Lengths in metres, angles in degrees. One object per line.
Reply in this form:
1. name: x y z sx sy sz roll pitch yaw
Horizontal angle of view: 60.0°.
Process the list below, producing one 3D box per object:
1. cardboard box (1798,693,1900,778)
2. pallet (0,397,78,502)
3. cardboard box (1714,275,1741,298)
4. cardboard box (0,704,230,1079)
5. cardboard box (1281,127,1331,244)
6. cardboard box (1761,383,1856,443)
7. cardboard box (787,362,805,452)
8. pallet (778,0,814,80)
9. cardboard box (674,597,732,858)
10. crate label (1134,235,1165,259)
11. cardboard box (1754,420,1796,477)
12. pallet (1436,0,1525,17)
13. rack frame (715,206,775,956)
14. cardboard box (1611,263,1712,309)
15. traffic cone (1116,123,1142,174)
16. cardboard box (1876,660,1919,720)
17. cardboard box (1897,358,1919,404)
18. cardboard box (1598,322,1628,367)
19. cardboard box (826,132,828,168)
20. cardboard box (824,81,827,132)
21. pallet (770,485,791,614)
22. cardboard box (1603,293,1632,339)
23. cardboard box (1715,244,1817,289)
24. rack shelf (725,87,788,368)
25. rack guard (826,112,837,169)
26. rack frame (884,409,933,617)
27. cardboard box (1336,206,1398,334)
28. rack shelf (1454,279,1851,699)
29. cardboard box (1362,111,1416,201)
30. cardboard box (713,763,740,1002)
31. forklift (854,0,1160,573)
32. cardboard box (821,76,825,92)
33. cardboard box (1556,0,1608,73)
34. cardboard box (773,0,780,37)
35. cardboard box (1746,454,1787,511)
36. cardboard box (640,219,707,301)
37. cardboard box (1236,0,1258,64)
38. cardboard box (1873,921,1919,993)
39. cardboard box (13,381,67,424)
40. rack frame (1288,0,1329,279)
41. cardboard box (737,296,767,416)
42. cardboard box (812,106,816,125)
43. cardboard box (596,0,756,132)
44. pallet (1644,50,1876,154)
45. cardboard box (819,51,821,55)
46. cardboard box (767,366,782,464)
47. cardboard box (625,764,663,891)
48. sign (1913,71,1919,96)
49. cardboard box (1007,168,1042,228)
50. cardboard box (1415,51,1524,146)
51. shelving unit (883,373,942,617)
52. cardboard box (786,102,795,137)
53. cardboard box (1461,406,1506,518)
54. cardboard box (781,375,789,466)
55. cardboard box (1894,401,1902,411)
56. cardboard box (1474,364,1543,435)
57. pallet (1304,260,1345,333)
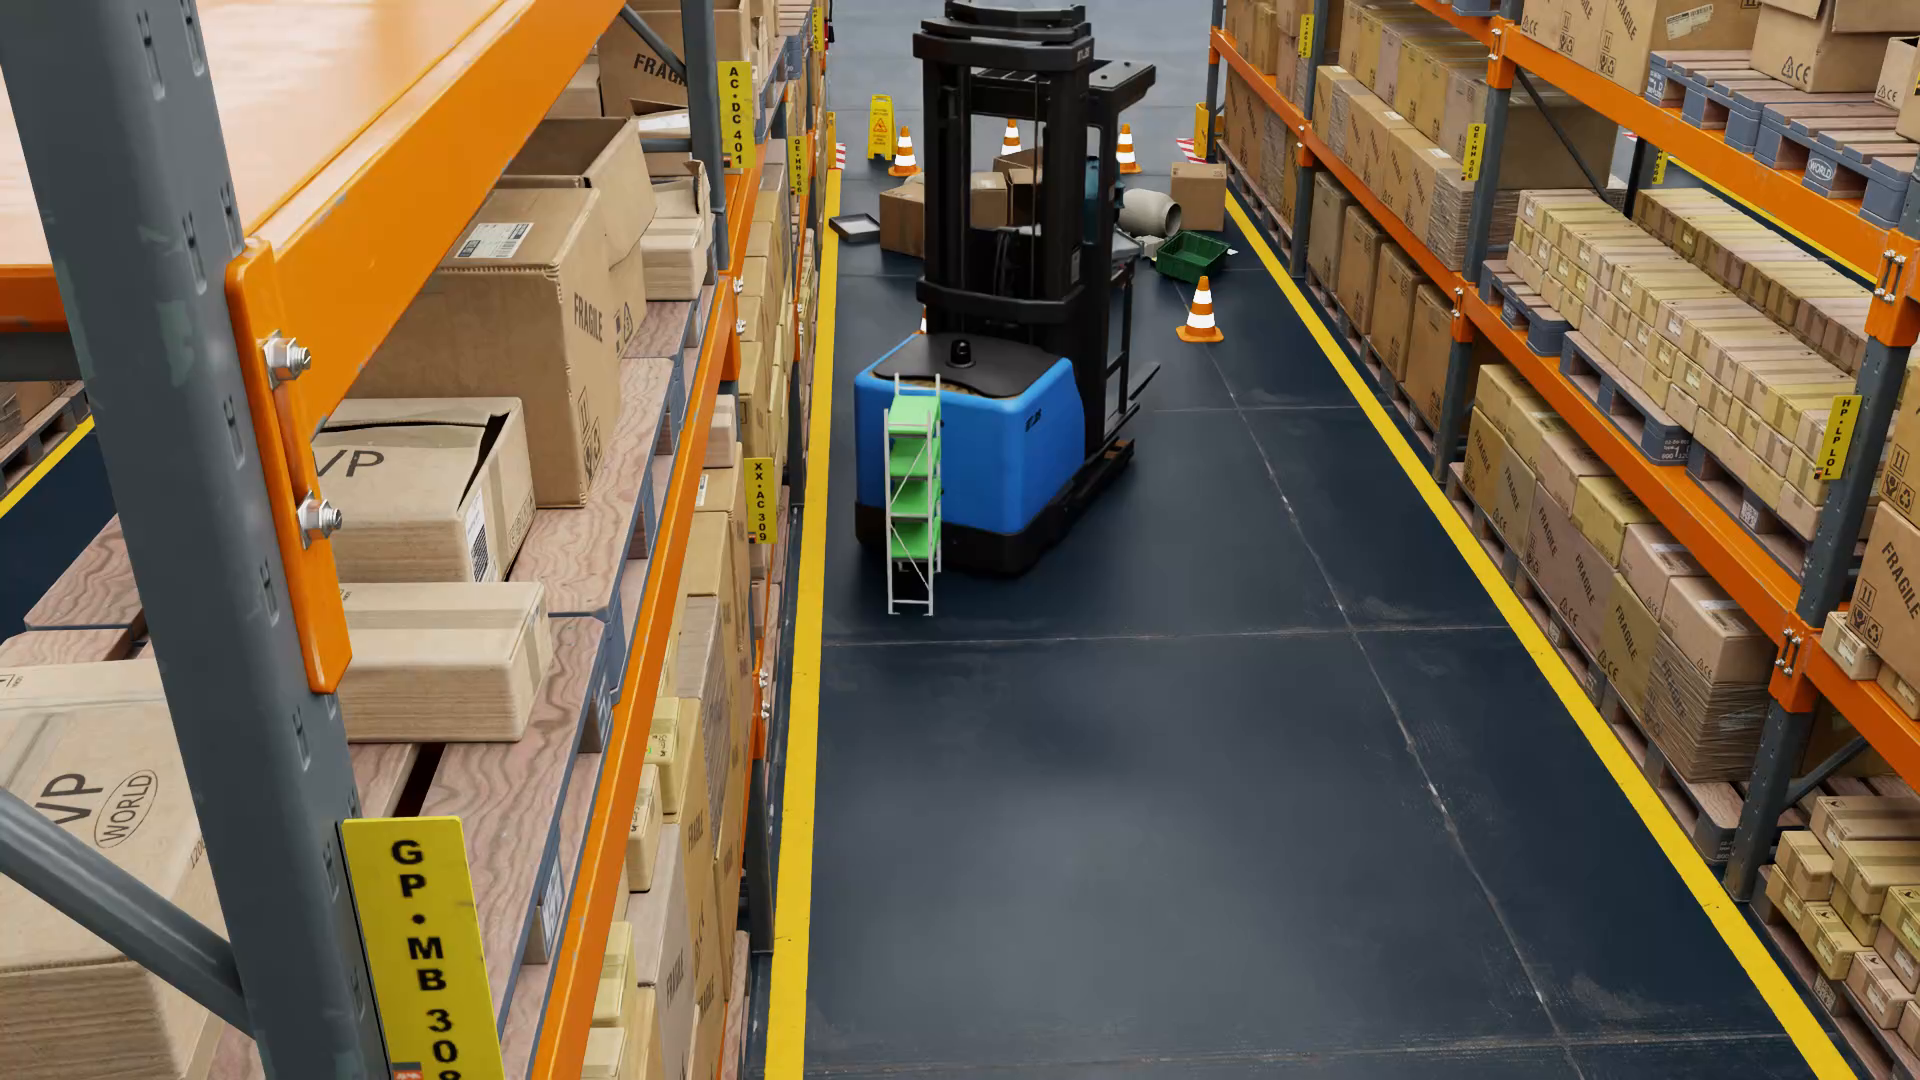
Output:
1. cardboard box: 3.922 0.707 7.399 0.500 0.500 0.500 0 28 -1
2. pallet: -6.412 -0.571 10.617 1.003 0.211 1.213 -1 28 -3
3. cardboard box: 4.023 -1.229 8.358 0.380 0.149 0.250 -2 28 -3
4. cardboard box: -1.147 0.447 2.006 0.500 0.250 0.500 -4 28 -7
5. cardboard box: 3.315 -3.098 14.290 0.875 0.875 0.875 -1 28 -2
6. cardboard box: 3.465 -0.511 6.659 0.380 0.149 0.250 -2 28 -4
7. cardboard box: -1.470 -0.830 10.486 0.950 0.372 0.625 -3 28 -6
8. pallet: -1.364 -2.498 8.257 1.213 0.211 1.003 0 28 0
9. cardboard box: -0.887 0.492 4.374 0.500 0.500 0.500 -1 28 -2
10. crate label: 1.643 -2.563 14.515 0.298 0.136 0.250 -23 35 -37
11. cardboard box: 3.463 -0.375 6.720 0.380 0.149 0.250 -1 28 -2
12. pallet: 3.400 -3.257 9.711 1.213 0.211 1.003 0 28 0
13. rack frame: -1.242 0.299 5.933 1.000 3.000 0.127 -1 28 -3
14. cardboard box: 3.388 -1.228 8.035 0.380 0.149 0.250 -1 28 -1
15. traffic cone: 1.679 -4.005 16.928 0.336 0.463 0.334 -1 28 -3
16. cardboard box: 3.472 0.500 5.818 0.380 0.149 0.250 -1 28 -1
17. cardboard box: 4.103 -0.646 6.919 0.380 0.149 0.250 -1 28 -2
18. cardboard box: 3.380 -0.965 8.175 0.380 0.149 0.250 -1 28 -2
19. cardboard box: -1.557 -3.832 16.373 0.500 0.250 0.500 -2 28 -3
20. cardboard box: -1.566 -4.179 16.226 0.500 0.500 0.500 -1 28 -2
21. pallet: -1.485 0.054 9.418 1.003 0.211 1.213 -1 28 -3
22. cardboard box: 3.380 -1.098 8.108 0.380 0.149 0.250 -2 28 -3
23. cardboard box: 4.019 -1.366 8.300 0.380 0.149 0.250 -1 28 -3
24. rack shelf: -1.347 -1.636 7.177 1.077 0.370 4.000 -1 28 -3
25. rack guard: -1.865 -4.099 17.069 1.175 0.500 0.348 -1 28 -3
26. rack frame: -0.265 -0.127 8.696 0.240 1.200 0.015 2 28 4
27. cardboard box: 3.447 -2.020 12.359 1.050 0.750 0.750 -1 28 -3
28. rack shelf: 3.591 -0.472 8.189 1.077 0.370 4.000 -1 28 -3
29. cardboard box: 3.114 -2.658 11.495 0.500 0.500 0.500 -1 28 -2
30. cardboard box: -0.889 0.932 4.611 0.500 0.500 0.500 -2 28 -3
31. forklift: 0.468 -1.773 9.979 1.130 2.935 3.031 12 30 22
32. cardboard box: -1.480 -4.298 15.754 0.380 0.149 0.250 -1 28 -1
33. cardboard box: 3.284 -2.588 8.116 0.500 0.500 0.500 -1 28 -3
34. cardboard box: -1.210 -2.656 7.793 0.700 0.500 0.500 -3 28 -5
35. cardboard box: 3.463 -0.241 6.785 0.380 0.149 0.250 -1 28 -2
36. cardboard box: -0.875 -0.741 4.392 0.380 0.149 0.250 -1 28 -1
37. cardboard box: 3.088 -4.790 15.528 0.875 0.550 0.550 -1 28 -3
38. cardboard box: 3.547 1.480 5.975 0.380 0.149 0.250 -2 28 -3
39. cardboard box: -6.469 -1.150 10.825 0.875 0.625 0.625 -1 28 -1
40. rack frame: 3.278 -3.562 13.335 1.000 3.000 0.127 -1 28 -3
41. cardboard box: -1.032 -0.633 6.531 0.500 0.500 0.500 -2 28 -3
42. cardboard box: -1.356 -3.437 13.368 0.380 0.149 0.250 -2 28 -3
43. cardboard box: -0.999 -1.675 5.913 0.500 0.500 0.500 -2 28 -4
44. pallet: 3.713 -1.880 7.071 1.213 0.211 1.003 -1 28 -3
45. cardboard box: -1.521 -4.712 15.112 0.500 0.500 0.500 -2 28 -3
46. cardboard box: -1.039 -0.540 7.163 0.500 0.250 0.500 -1 28 -2
47. cardboard box: -0.828 0.601 3.463 0.380 0.149 0.250 -1 28 -2
48. sign: 3.142 -1.586 5.319 0.100 0.325 0.005 -1 28 -3
49. cardboard box: 0.808 -3.014 14.839 0.797 0.637 0.503 -1 28 -3
50. cardboard box: 3.417 -2.880 10.839 0.700 0.500 0.500 -2 28 -3
51. shelving unit: -0.246 -0.240 8.912 0.258 1.200 0.503 2 28 4
52. cardboard box: -1.278 -2.365 10.156 0.500 0.500 0.500 0 28 0
53. cardboard box: 3.269 -0.459 9.636 0.500 0.500 0.500 -3 28 -5
54. cardboard box: -1.058 -0.551 7.725 0.500 0.250 0.500 -2 28 -3
55. cardboard box: 4.105 -0.506 6.972 0.380 0.149 0.250 -1 28 -1
56. cardboard box: 3.281 -0.801 9.479 0.500 0.250 0.500 -3 28 -5
57. pallet: 3.394 -1.971 13.300 1.003 0.211 1.213 -1 28 -3
